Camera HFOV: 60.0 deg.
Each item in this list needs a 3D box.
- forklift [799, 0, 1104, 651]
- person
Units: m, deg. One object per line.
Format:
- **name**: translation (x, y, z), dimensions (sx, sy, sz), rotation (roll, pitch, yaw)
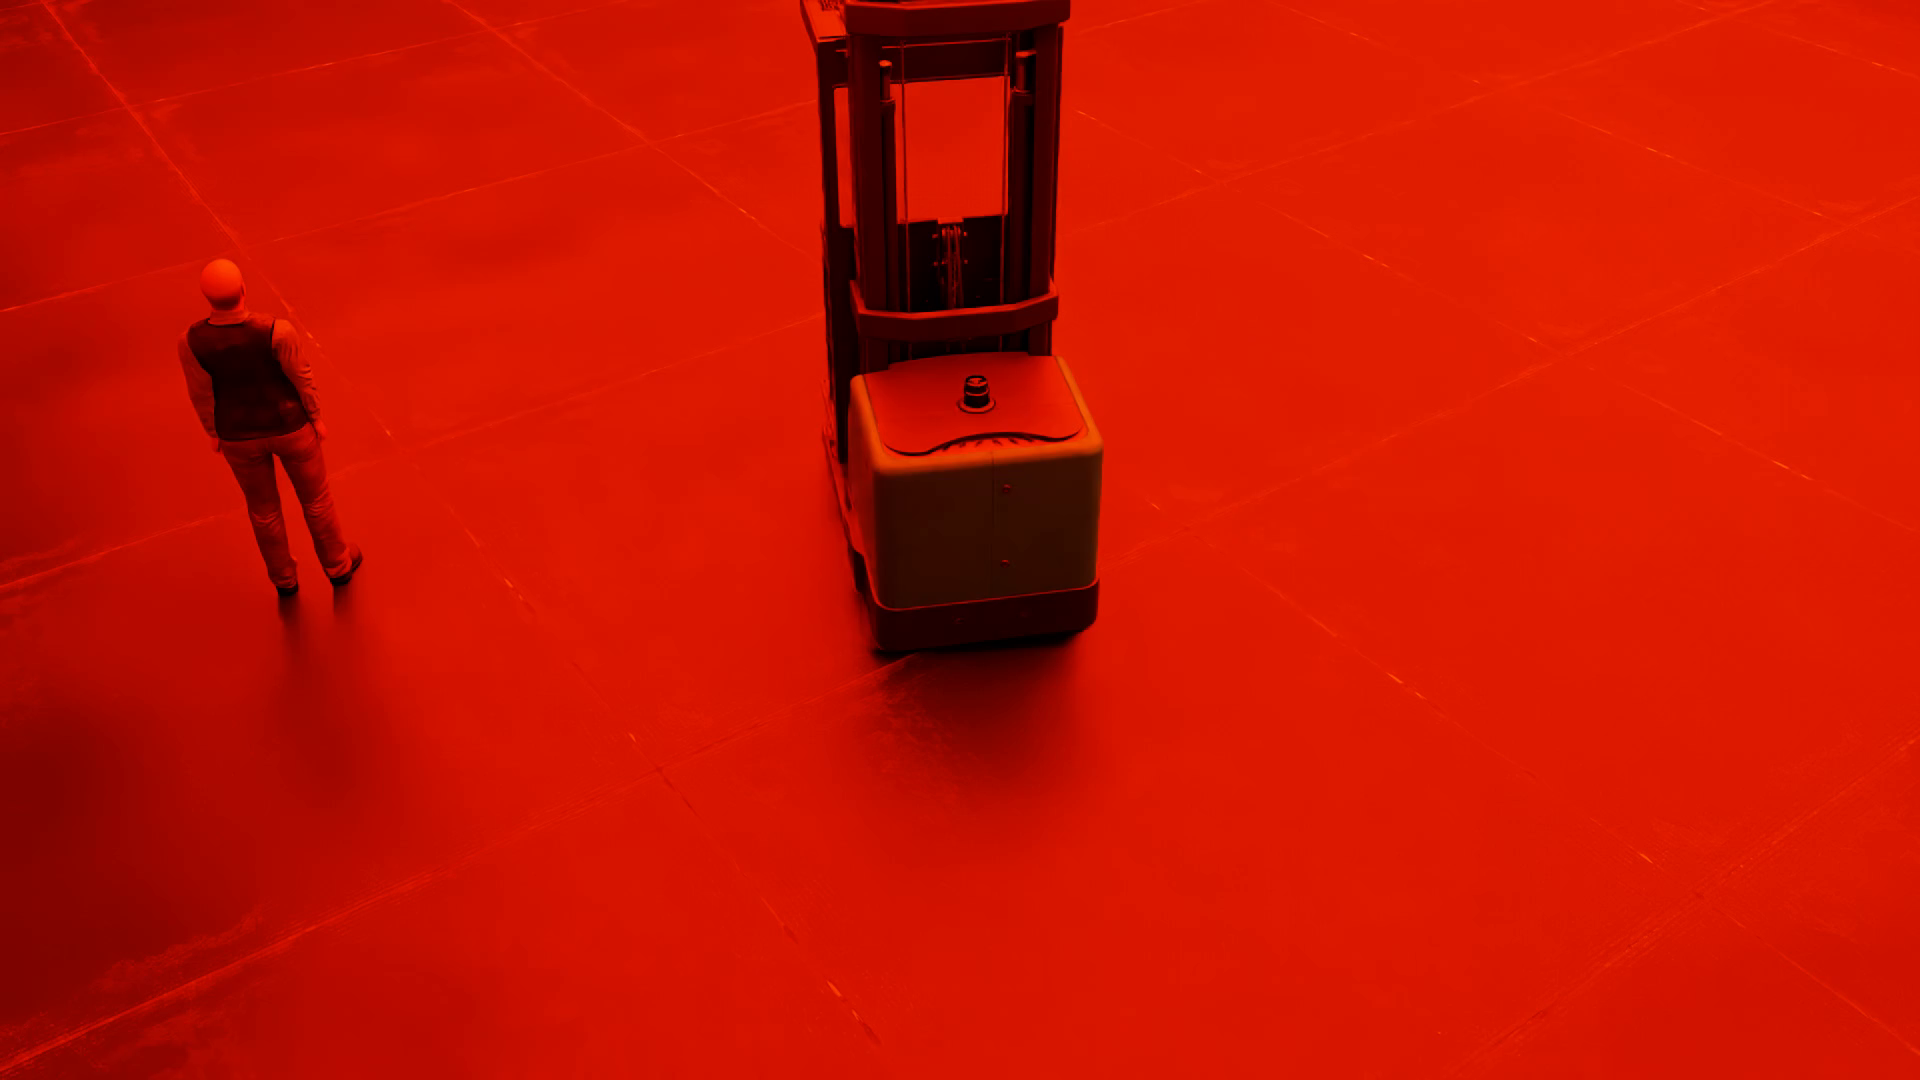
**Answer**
- **forklift**: translation (-0.136, -1.544, 8.033), dimensions (1.130, 2.935, 3.031), rotation (-6, 37, -9)
- **person**: translation (-3.189, -0.511, 7.652), dimensions (0.530, 1.725, 0.360), rotation (-9, 37, -12)
